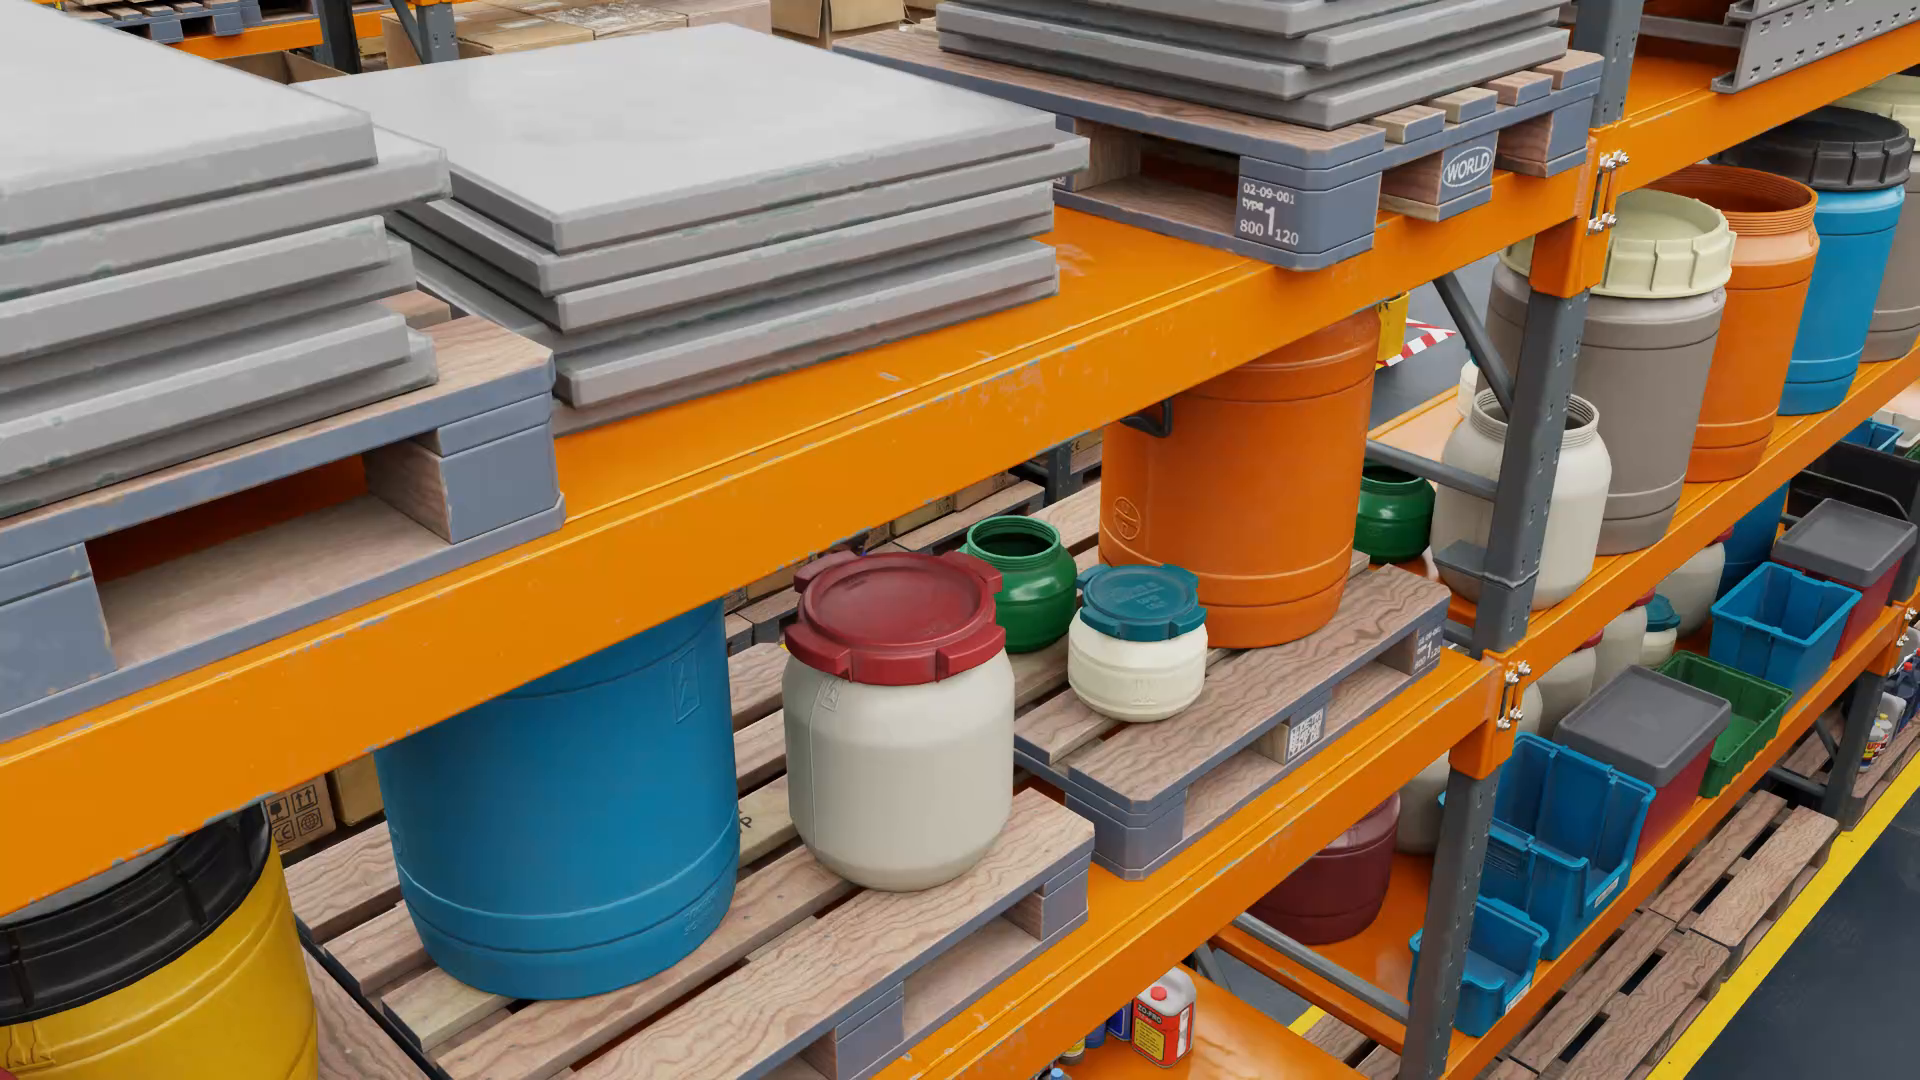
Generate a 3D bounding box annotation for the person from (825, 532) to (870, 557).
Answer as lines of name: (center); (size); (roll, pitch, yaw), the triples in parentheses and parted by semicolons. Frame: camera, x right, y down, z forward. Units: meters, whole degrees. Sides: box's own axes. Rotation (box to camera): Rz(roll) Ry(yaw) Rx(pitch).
person: (-0.484, 0.579, 7.775); (0.494, 1.554, 0.348); (22, 35, 36)
